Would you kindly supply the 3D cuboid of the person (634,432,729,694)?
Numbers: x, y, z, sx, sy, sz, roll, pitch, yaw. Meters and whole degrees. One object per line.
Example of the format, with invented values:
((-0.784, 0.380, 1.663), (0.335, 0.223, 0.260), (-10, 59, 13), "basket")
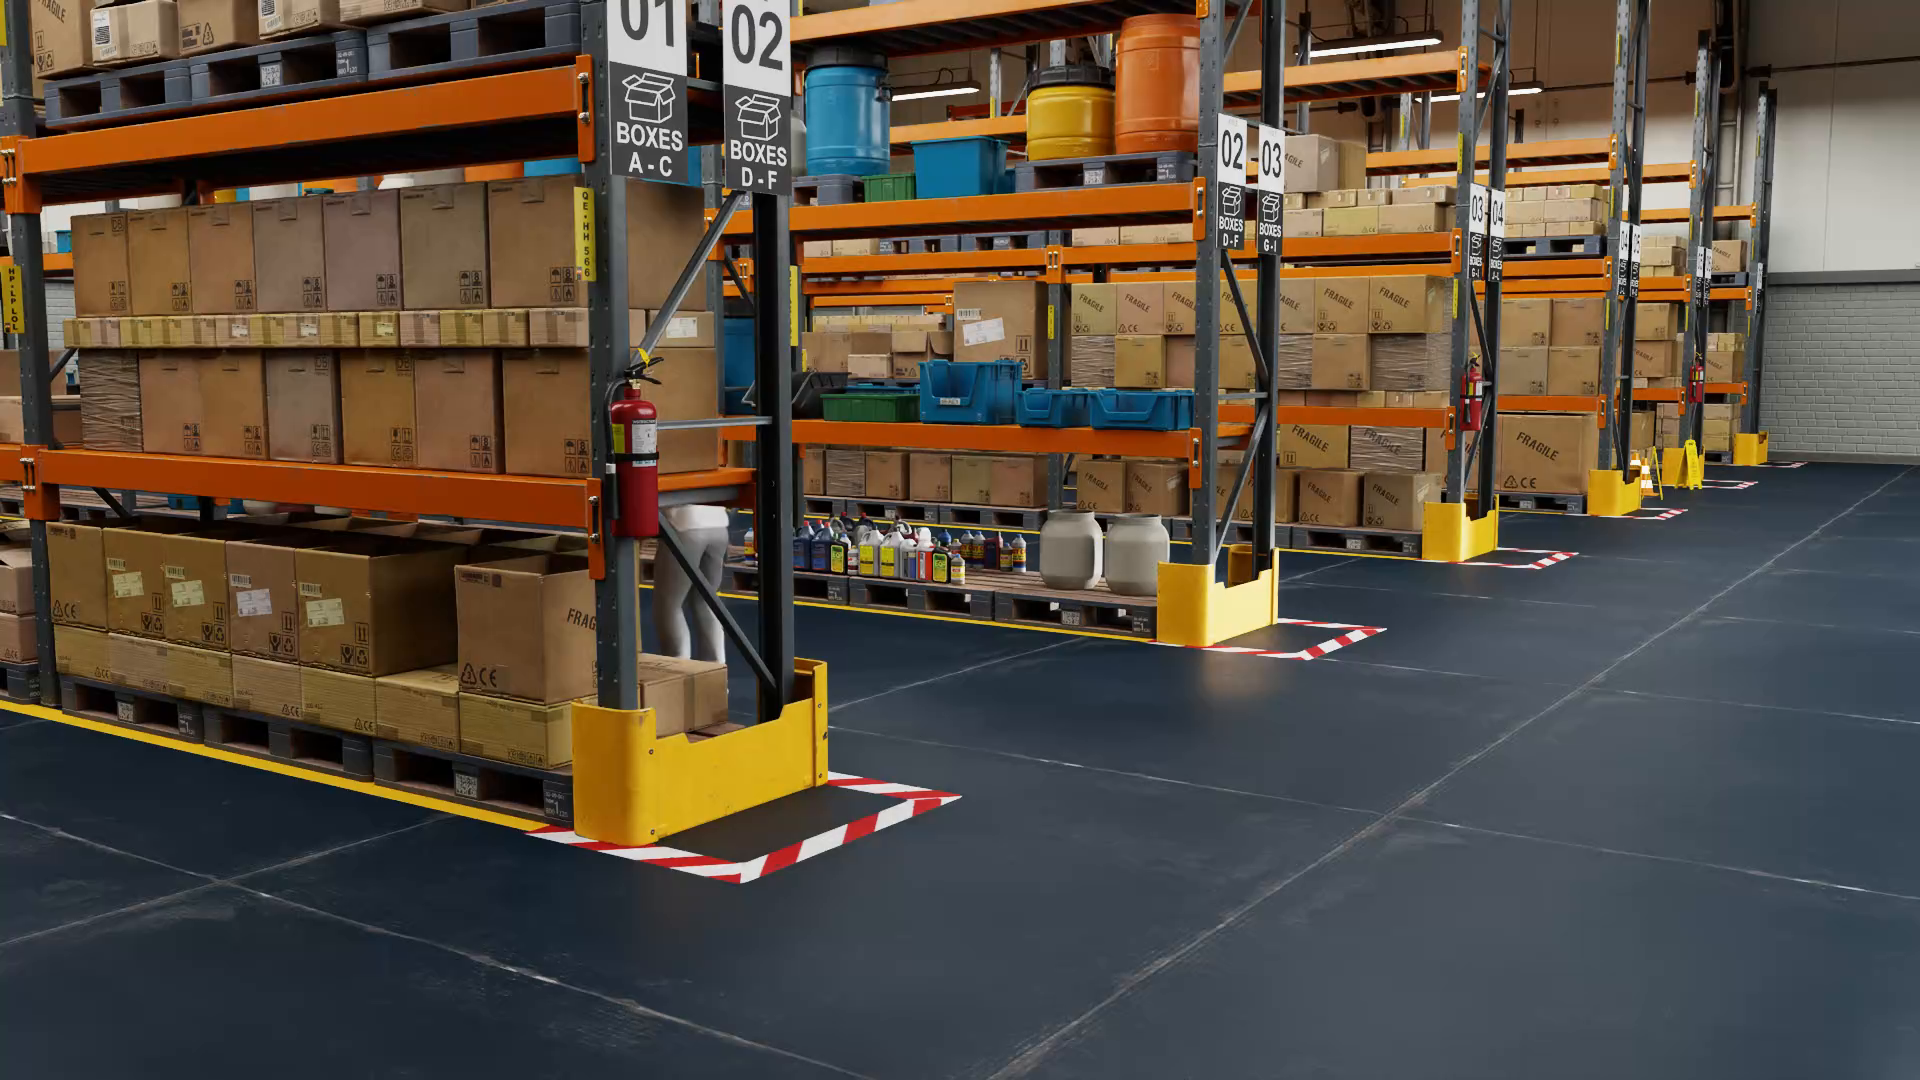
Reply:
((-1.459, -0.008, 8.553), (0.525, 1.677, 0.416), (4, 8, 32), "person")
